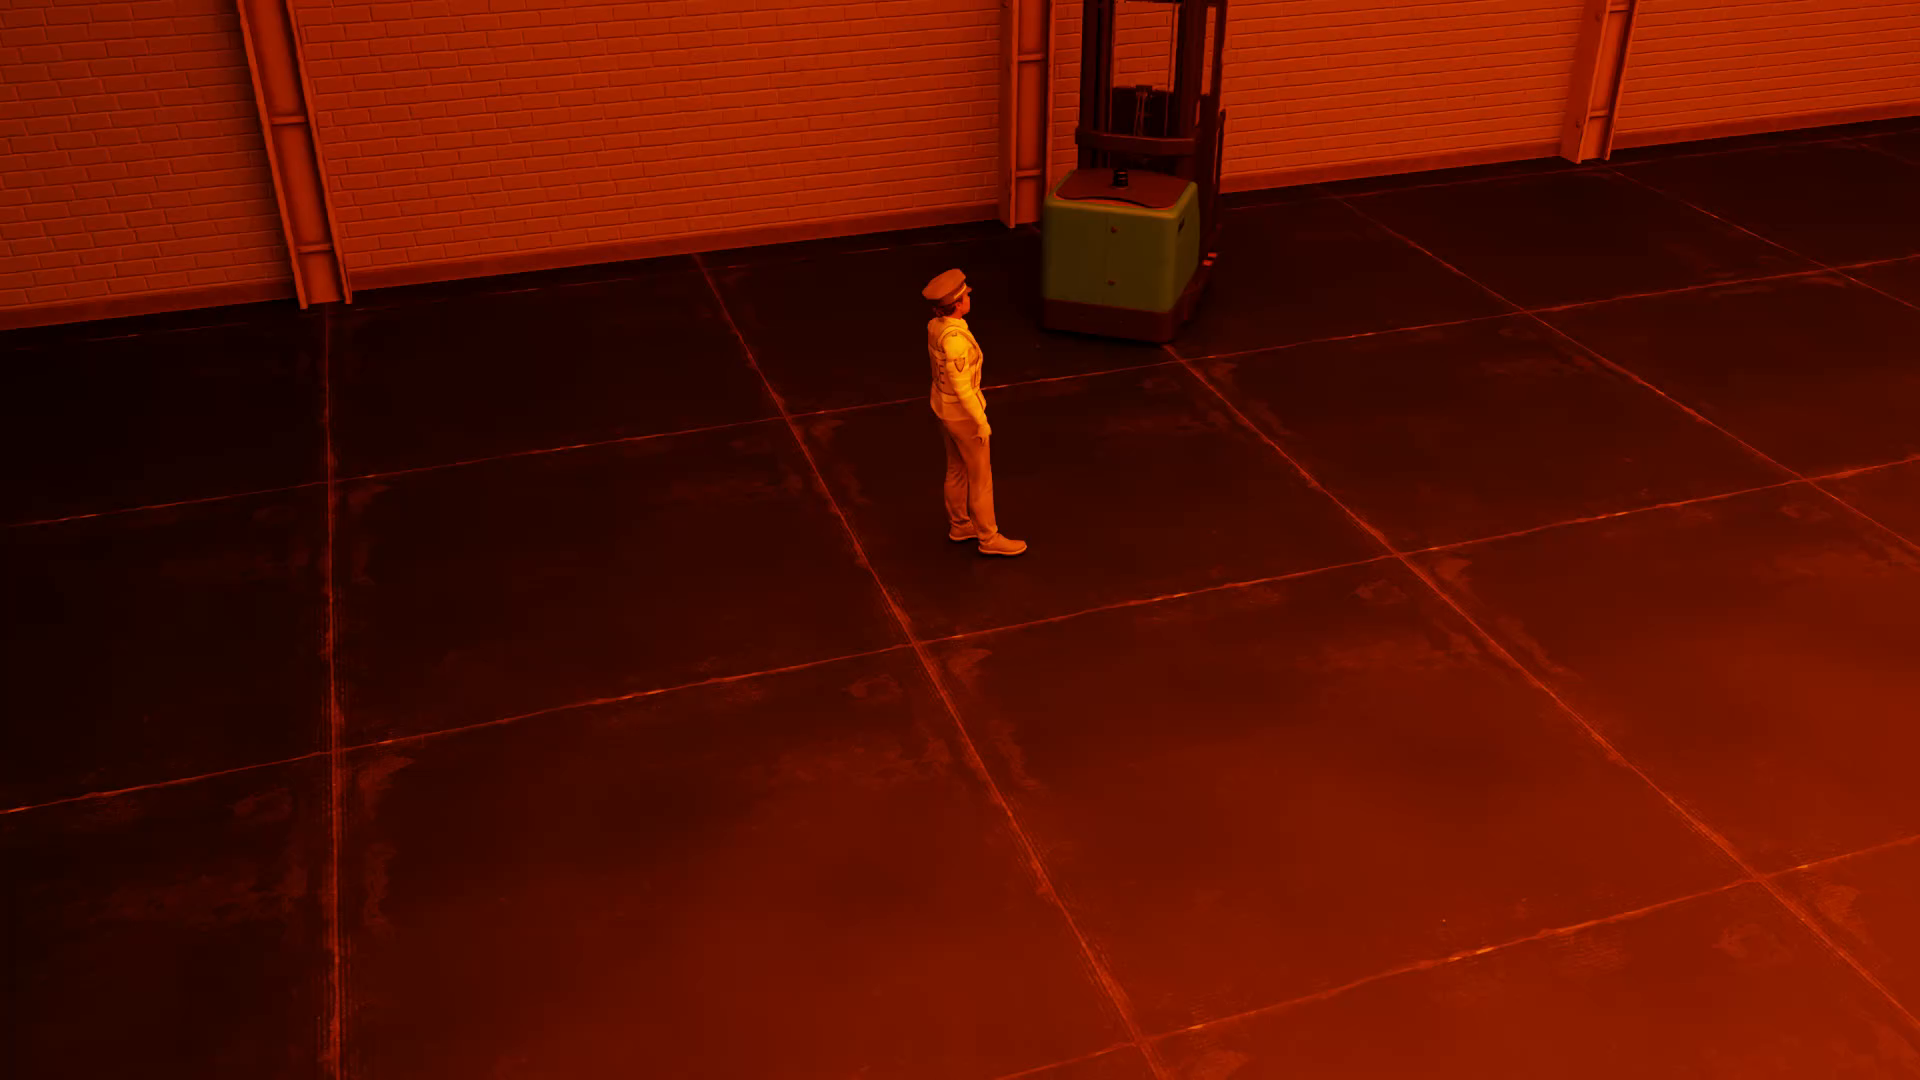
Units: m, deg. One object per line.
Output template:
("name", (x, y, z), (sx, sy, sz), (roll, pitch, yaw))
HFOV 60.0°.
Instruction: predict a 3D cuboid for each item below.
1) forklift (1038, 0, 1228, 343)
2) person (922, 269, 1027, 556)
("forklift", (1.545, -3.470, 13.118), (1.130, 2.935, 3.031), (9, 31, 16))
("person", (0.067, -0.749, 9.613), (0.531, 1.695, 0.587), (-10, 31, -16))
